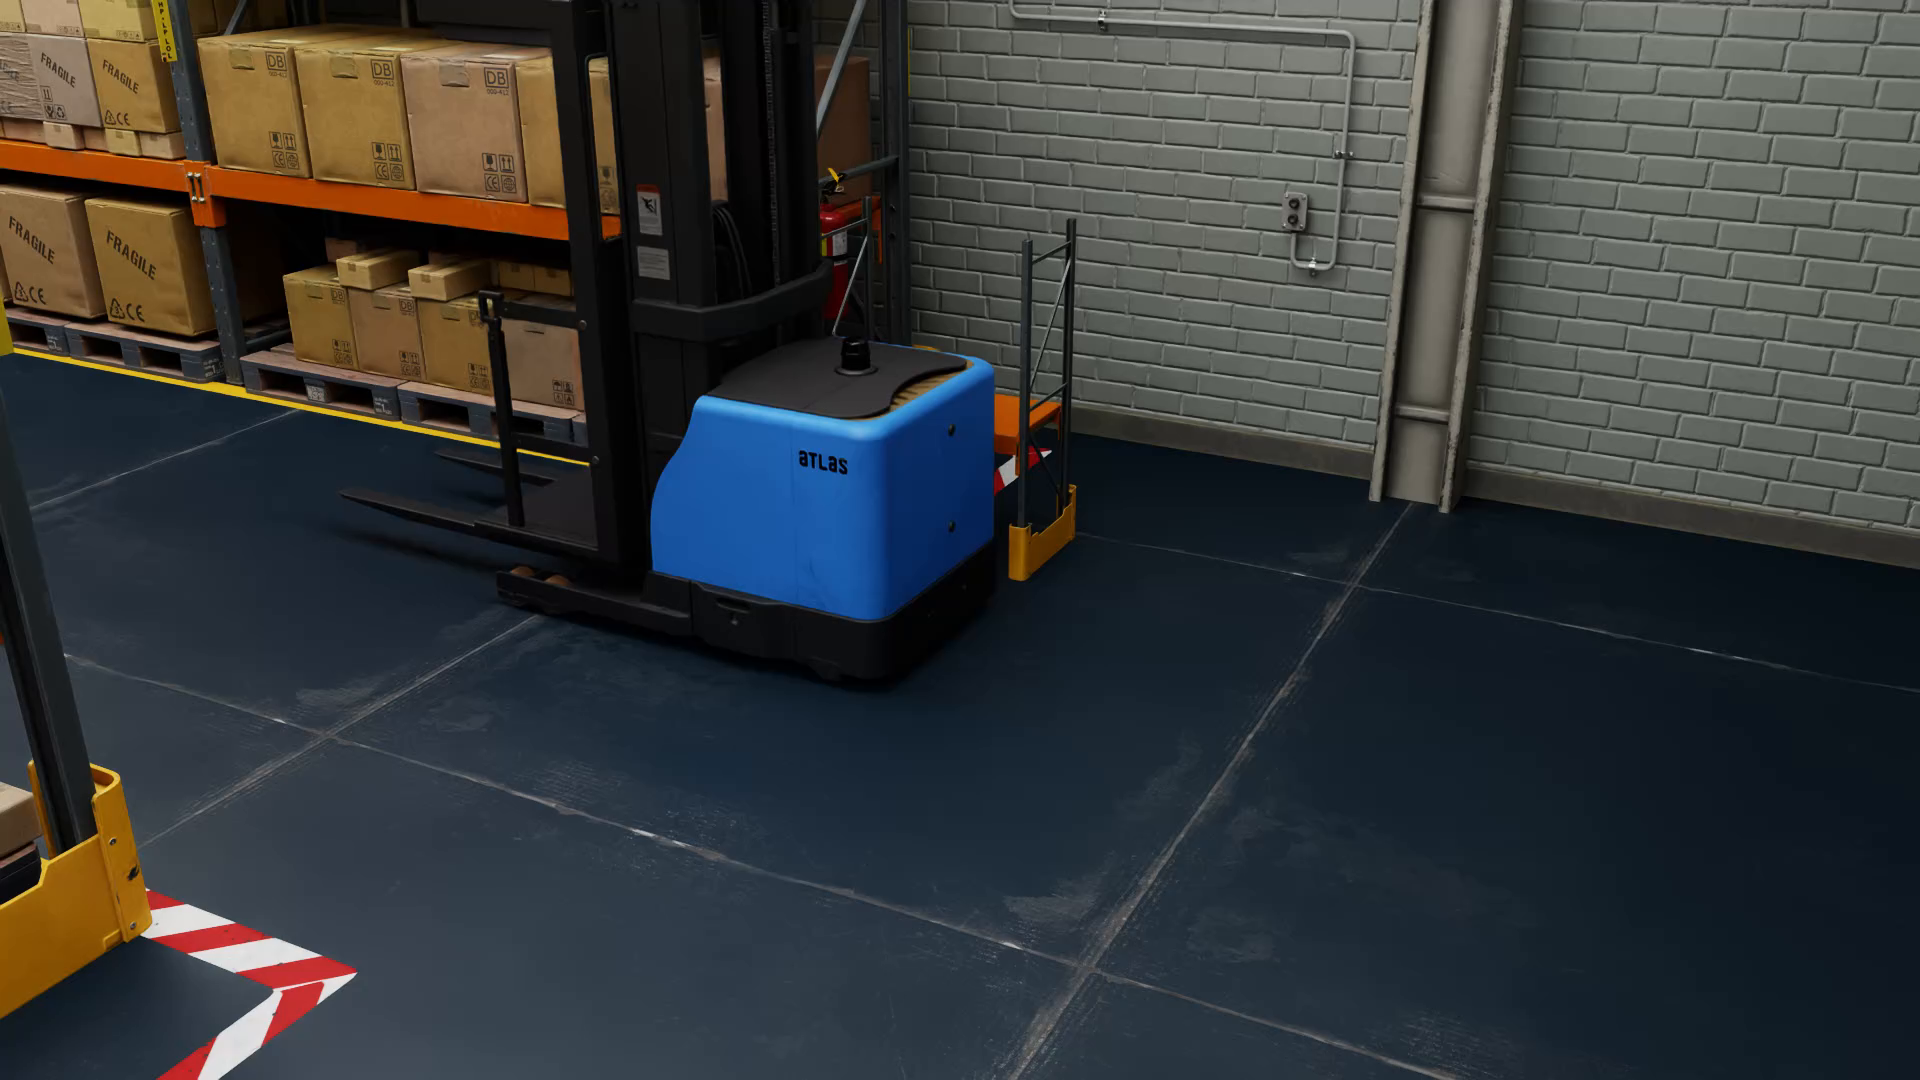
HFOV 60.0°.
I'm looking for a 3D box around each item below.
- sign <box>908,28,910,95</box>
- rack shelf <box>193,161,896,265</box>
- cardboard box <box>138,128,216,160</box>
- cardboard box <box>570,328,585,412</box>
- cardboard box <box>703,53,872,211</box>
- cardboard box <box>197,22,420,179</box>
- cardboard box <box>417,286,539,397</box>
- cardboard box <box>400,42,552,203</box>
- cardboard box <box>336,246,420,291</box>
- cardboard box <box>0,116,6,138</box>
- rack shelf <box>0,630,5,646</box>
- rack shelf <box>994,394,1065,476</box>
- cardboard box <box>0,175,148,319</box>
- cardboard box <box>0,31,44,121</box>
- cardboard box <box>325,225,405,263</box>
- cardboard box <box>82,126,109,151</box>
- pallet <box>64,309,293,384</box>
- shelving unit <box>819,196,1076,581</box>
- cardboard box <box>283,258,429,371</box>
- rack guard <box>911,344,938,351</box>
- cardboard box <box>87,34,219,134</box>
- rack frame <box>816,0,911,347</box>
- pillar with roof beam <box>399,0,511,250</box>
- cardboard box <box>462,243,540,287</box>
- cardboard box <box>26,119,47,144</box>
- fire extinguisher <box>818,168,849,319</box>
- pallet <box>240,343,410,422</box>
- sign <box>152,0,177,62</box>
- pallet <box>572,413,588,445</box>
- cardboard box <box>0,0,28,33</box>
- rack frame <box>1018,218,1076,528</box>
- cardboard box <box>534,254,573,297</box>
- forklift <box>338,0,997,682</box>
[{"bbox_3d":[-0.280,-2.399,8.351,0.005,0.325,0.100,11,25,25],"label":"sign"},{"bbox_3d":[-2.320,-1.794,9.054,4.000,0.370,1.077,11,25,25],"label":"rack shelf"},{"bbox_3d":[-4.534,-2.332,9.697,0.250,0.149,0.380,11,26,25],"label":"cardboard box"},{"bbox_3d":[-1.652,-0.991,8.906,0.500,0.500,0.700,11,25,24],"label":"cardboard box"},{"bbox_3d":[-0.995,-1.996,8.227,0.700,0.700,0.980,12,26,27],"label":"cardboard box"},{"bbox_3d":[-3.628,-2.514,9.446,0.700,0.700,0.980,12,26,25],"label":"cardboard box"},{"bbox_3d":[-2.580,-1.172,9.330,0.500,0.500,0.700,12,26,26],"label":"cardboard box"},{"bbox_3d":[-2.325,-2.258,8.845,0.700,0.700,0.980,10,25,22],"label":"cardboard box"},{"bbox_3d":[-3.261,-1.527,9.337,0.250,0.149,0.380,12,26,26],"label":"cardboard box"},{"bbox_3d":[-5.880,-2.623,10.380,0.250,0.149,0.380,12,26,26],"label":"cardboard box"},{"bbox_3d":[-4.552,-0.063,4.984,4.000,0.370,1.077,11,25,25],"label":"rack shelf"},{"bbox_3d":[-0.076,-0.540,7.562,1.000,0.185,0.538,11,25,25],"label":"rack shelf"},{"bbox_3d":[-5.538,-1.907,10.612,0.750,0.750,0.750,12,26,26],"label":"cardboard box"},{"bbox_3d":[-5.535,-2.842,10.066,0.500,0.500,0.500,11,26,25],"label":"cardboard box"},{"bbox_3d":[-3.524,-1.746,9.852,0.250,0.149,0.380,11,25,24],"label":"cardboard box"},{"bbox_3d":[-4.981,-2.430,9.927,0.250,0.149,0.380,12,26,26],"label":"cardboard box"},{"bbox_3d":[-4.828,-1.304,10.548,1.213,0.211,1.003,11,25,25],"label":"pallet"},{"bbox_3d":[-0.068,-0.704,7.488,1.083,1.500,0.587,11,25,25],"label":"shelving unit"},{"bbox_3d":[-3.484,-1.353,9.756,0.500,0.500,0.700,12,26,25],"label":"cardboard box"},{"bbox_3d":[-0.514,-0.617,8.562,0.348,0.500,1.175,11,25,25],"label":"rack guard"},{"bbox_3d":[-4.631,-2.663,9.646,0.500,0.500,0.500,11,25,24],"label":"cardboard box"},{"bbox_3d":[-0.535,-1.771,8.083,0.127,3.000,1.000,11,25,25],"label":"rack frame"},{"bbox_3d":[-5.032,-3.913,5.454,0.400,9.000,9.100,11,25,25],"label":"pillar with roof beam"},{"bbox_3d":[-2.592,-1.563,9.420,0.250,0.149,0.380,11,26,25],"label":"cardboard box"},{"bbox_3d":[-5.432,-2.522,10.144,0.250,0.149,0.380,11,25,25],"label":"cardboard box"},{"bbox_3d":[-0.609,-1.376,7.729,0.183,0.674,0.296,11,25,25],"label":"fire extinguisher"},{"bbox_3d":[-3.462,-1.033,9.909,1.213,0.211,1.003,11,25,25],"label":"pallet"},{"bbox_3d":[-4.341,-2.783,9.083,0.005,0.325,0.100,11,25,25],"label":"sign"},{"bbox_3d":[-1.284,-0.602,8.896,1.213,0.211,1.003,11,25,25],"label":"pallet"},{"bbox_3d":[-5.544,-3.192,9.931,0.500,0.250,0.500,12,26,26],"label":"cardboard box"},{"bbox_3d":[0.378,-0.615,7.281,0.032,1.500,0.500,11,25,25],"label":"rack frame"},{"bbox_3d":[-2.136,-1.473,9.208,0.250,0.149,0.380,11,26,25],"label":"cardboard box"},{"bbox_3d":[-1.389,-1.200,6.825,3.031,2.935,1.130,12,26,26],"label":"forklift"}]
